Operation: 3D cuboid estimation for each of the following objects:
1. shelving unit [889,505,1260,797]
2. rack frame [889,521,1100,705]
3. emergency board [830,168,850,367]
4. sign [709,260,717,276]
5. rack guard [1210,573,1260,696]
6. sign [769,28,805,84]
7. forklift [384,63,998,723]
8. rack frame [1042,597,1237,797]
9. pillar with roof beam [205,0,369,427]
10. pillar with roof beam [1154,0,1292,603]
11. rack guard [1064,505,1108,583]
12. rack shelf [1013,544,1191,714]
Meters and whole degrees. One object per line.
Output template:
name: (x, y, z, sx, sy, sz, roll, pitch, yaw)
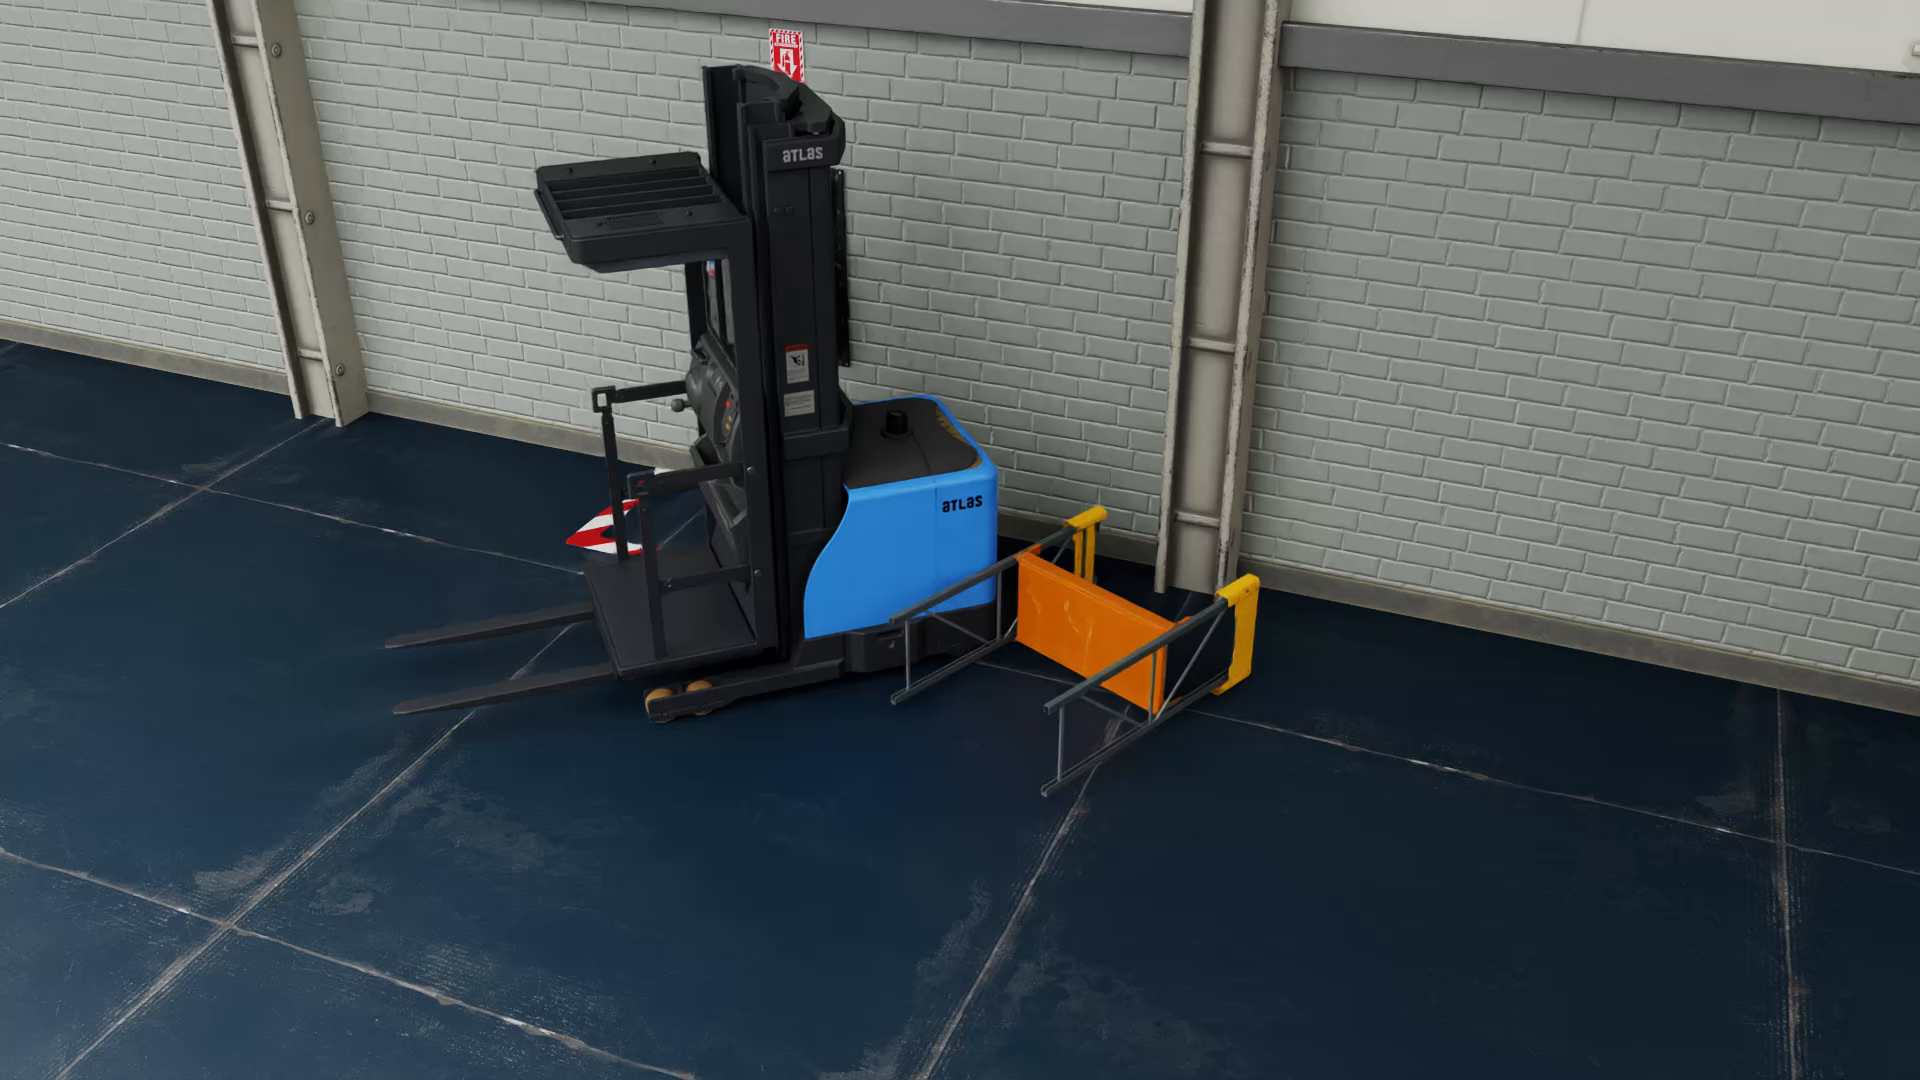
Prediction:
shelving unit: (0.568, 0.514, 8.218, 1.500, 0.587, 1.083, -26, 38, -38)
rack frame: (0.205, 0.332, 8.539, 1.500, 0.500, 0.032, -26, 38, -38)
emergency board: (-0.958, -1.529, 9.406, 0.643, 1.169, 0.194, 11, 31, 19)
sign: (-1.432, -1.693, 9.661, 0.234, 0.329, 0.001, 11, 31, 19)
rack guard: (1.363, 0.473, 8.290, 0.250, 0.587, 0.087, -26, 38, -38)
sign: (-0.928, -2.585, 8.919, 0.199, 0.298, 0.001, 11, 31, 19)
forklift: (-1.368, -0.673, 7.962, 3.031, 2.935, 1.130, -10, 31, -17)
rack frame: (0.918, 0.689, 7.908, 1.500, 0.500, 0.032, -26, 38, -38)
pillar with roof beam: (-5.861, -2.813, 5.581, 0.400, 9.000, 9.100, 11, 31, 19)
pillar with roof beam: (-0.301, -1.703, 3.617, 0.400, 9.000, 9.100, 11, 31, 19)
rack guard: (0.664, 0.123, 8.909, 0.250, 0.587, 0.087, -26, 38, -38)
rack shelf: (0.690, 0.449, 8.333, 0.185, 0.538, 1.000, -26, 38, -38)
